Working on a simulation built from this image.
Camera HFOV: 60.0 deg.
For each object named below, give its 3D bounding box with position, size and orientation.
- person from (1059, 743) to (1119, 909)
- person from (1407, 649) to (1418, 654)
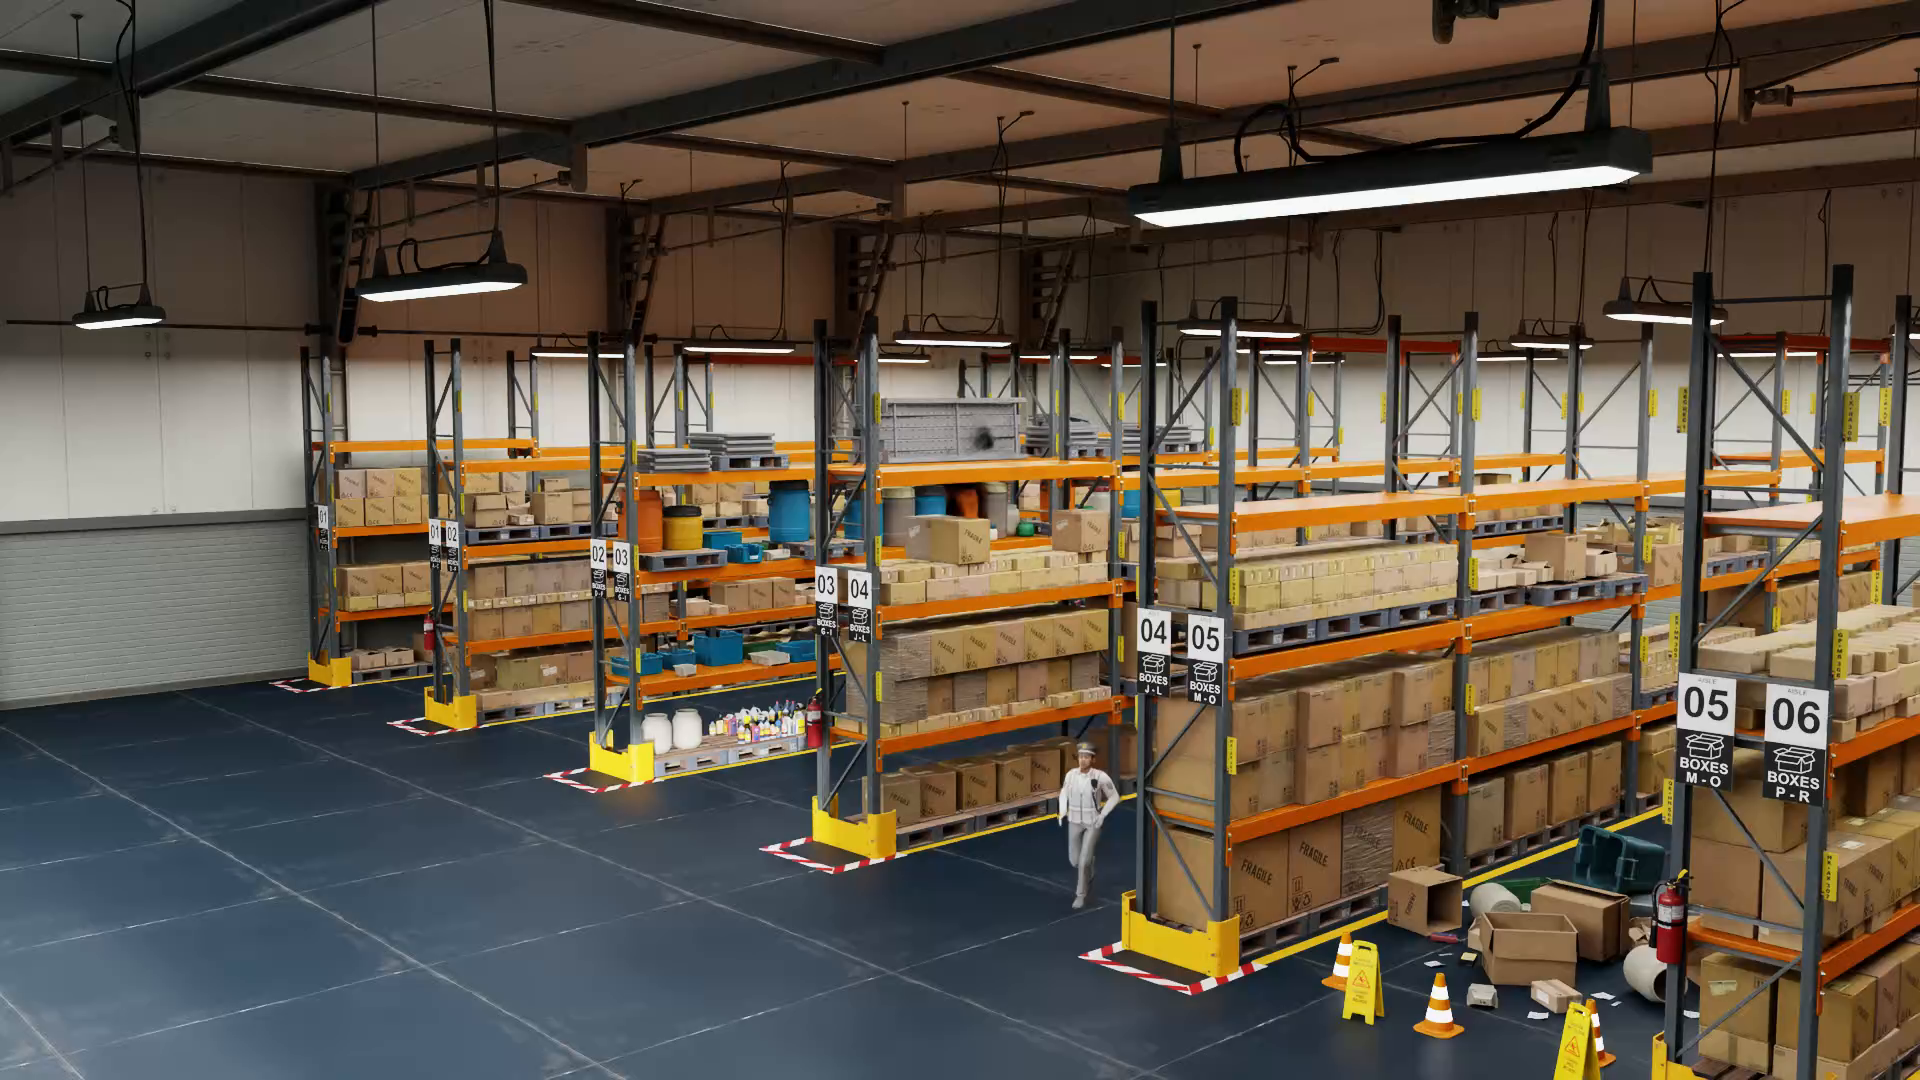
[{"bbox_3d":[1.306,2.870,16.918,0.627,1.678,0.643,2,5,21],"label":"person"},{"bbox_3d":[6.117,2.358,22.475,0.675,1.778,0.938,4,6,39],"label":"person"}]
